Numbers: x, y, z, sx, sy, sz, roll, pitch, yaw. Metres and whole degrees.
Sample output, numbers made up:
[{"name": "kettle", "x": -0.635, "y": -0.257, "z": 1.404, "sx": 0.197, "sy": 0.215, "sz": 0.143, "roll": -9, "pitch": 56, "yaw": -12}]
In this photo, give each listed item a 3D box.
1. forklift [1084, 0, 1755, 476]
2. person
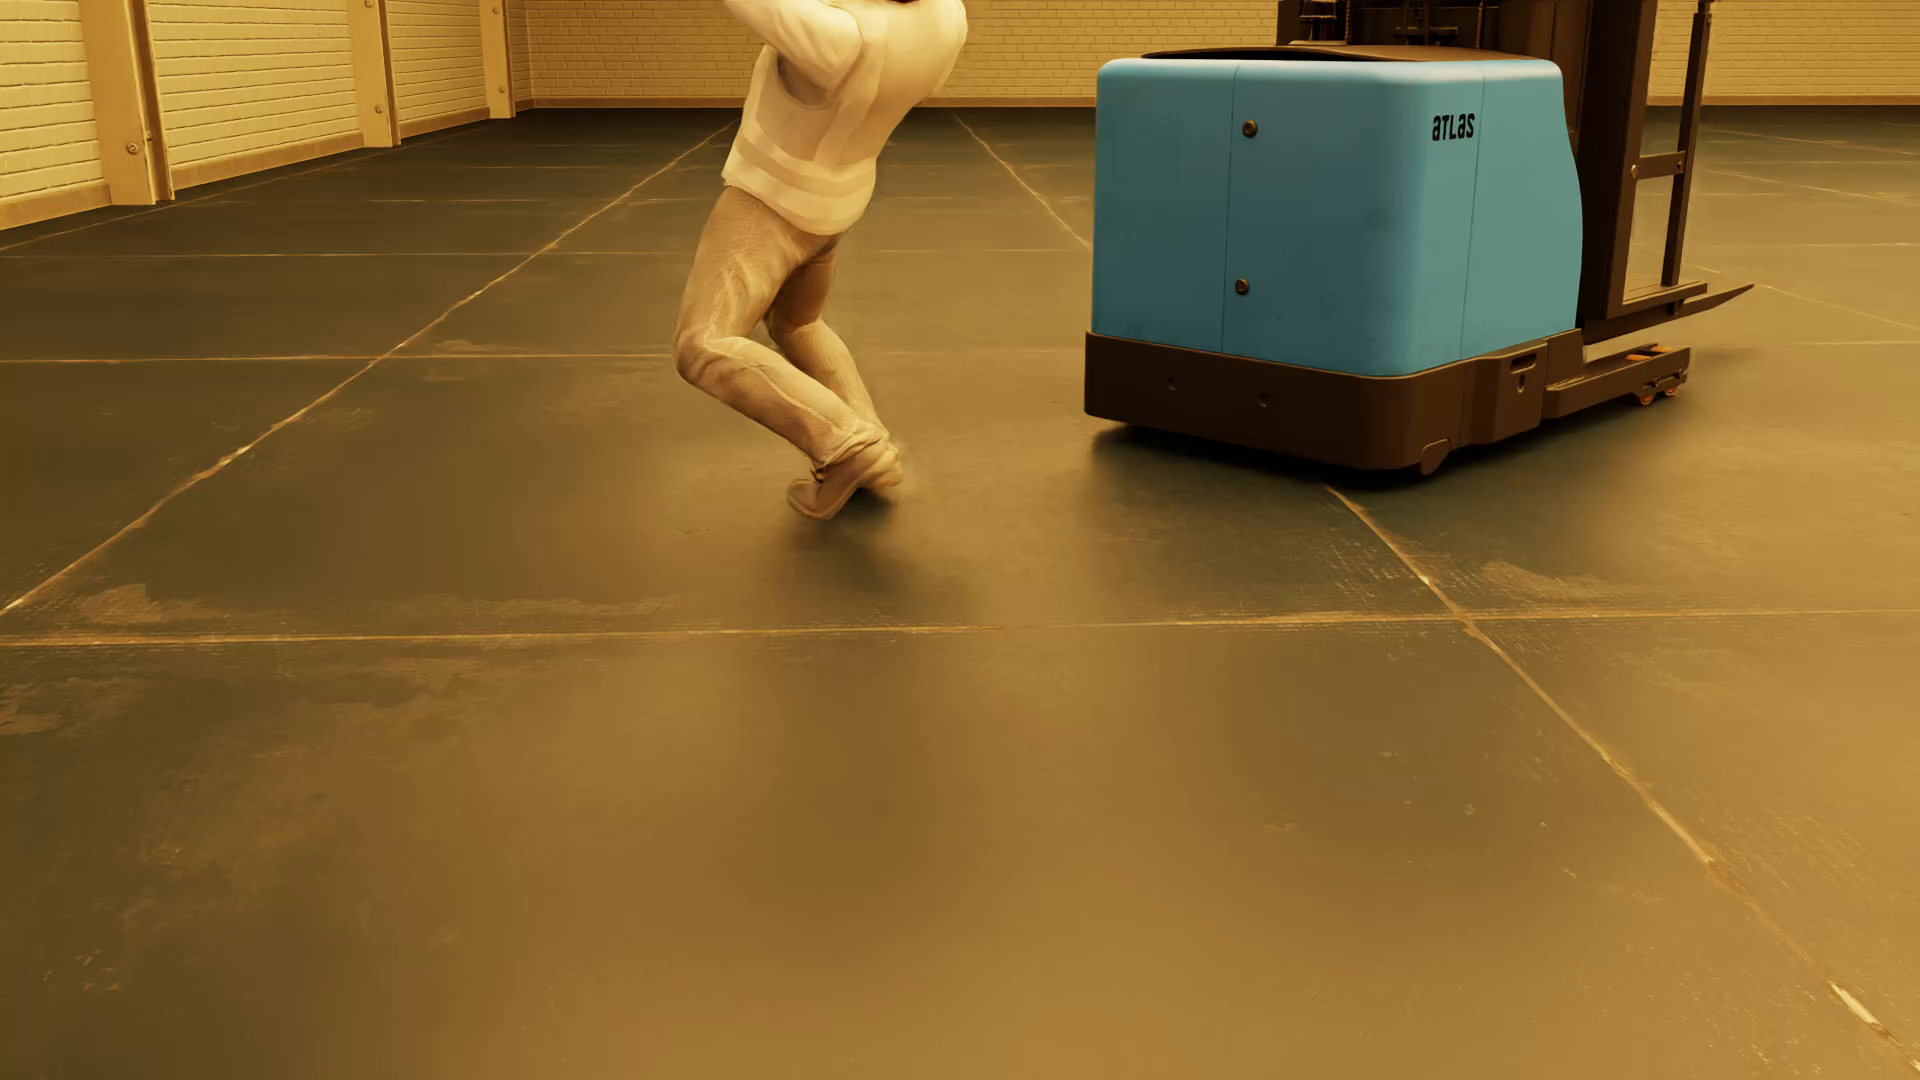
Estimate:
[{"name": "forklift", "x": 1.752, "y": -1.923, "z": 5.193, "sx": 1.130, "sy": 2.935, "sz": 3.031, "roll": 16, "pitch": 23, "yaw": 42}, {"name": "person", "x": -0.261, "y": -0.901, "z": 4.093, "sx": 0.715, "sy": 1.583, "sz": 1.103, "roll": 5, "pitch": 18, "yaw": 15}]
